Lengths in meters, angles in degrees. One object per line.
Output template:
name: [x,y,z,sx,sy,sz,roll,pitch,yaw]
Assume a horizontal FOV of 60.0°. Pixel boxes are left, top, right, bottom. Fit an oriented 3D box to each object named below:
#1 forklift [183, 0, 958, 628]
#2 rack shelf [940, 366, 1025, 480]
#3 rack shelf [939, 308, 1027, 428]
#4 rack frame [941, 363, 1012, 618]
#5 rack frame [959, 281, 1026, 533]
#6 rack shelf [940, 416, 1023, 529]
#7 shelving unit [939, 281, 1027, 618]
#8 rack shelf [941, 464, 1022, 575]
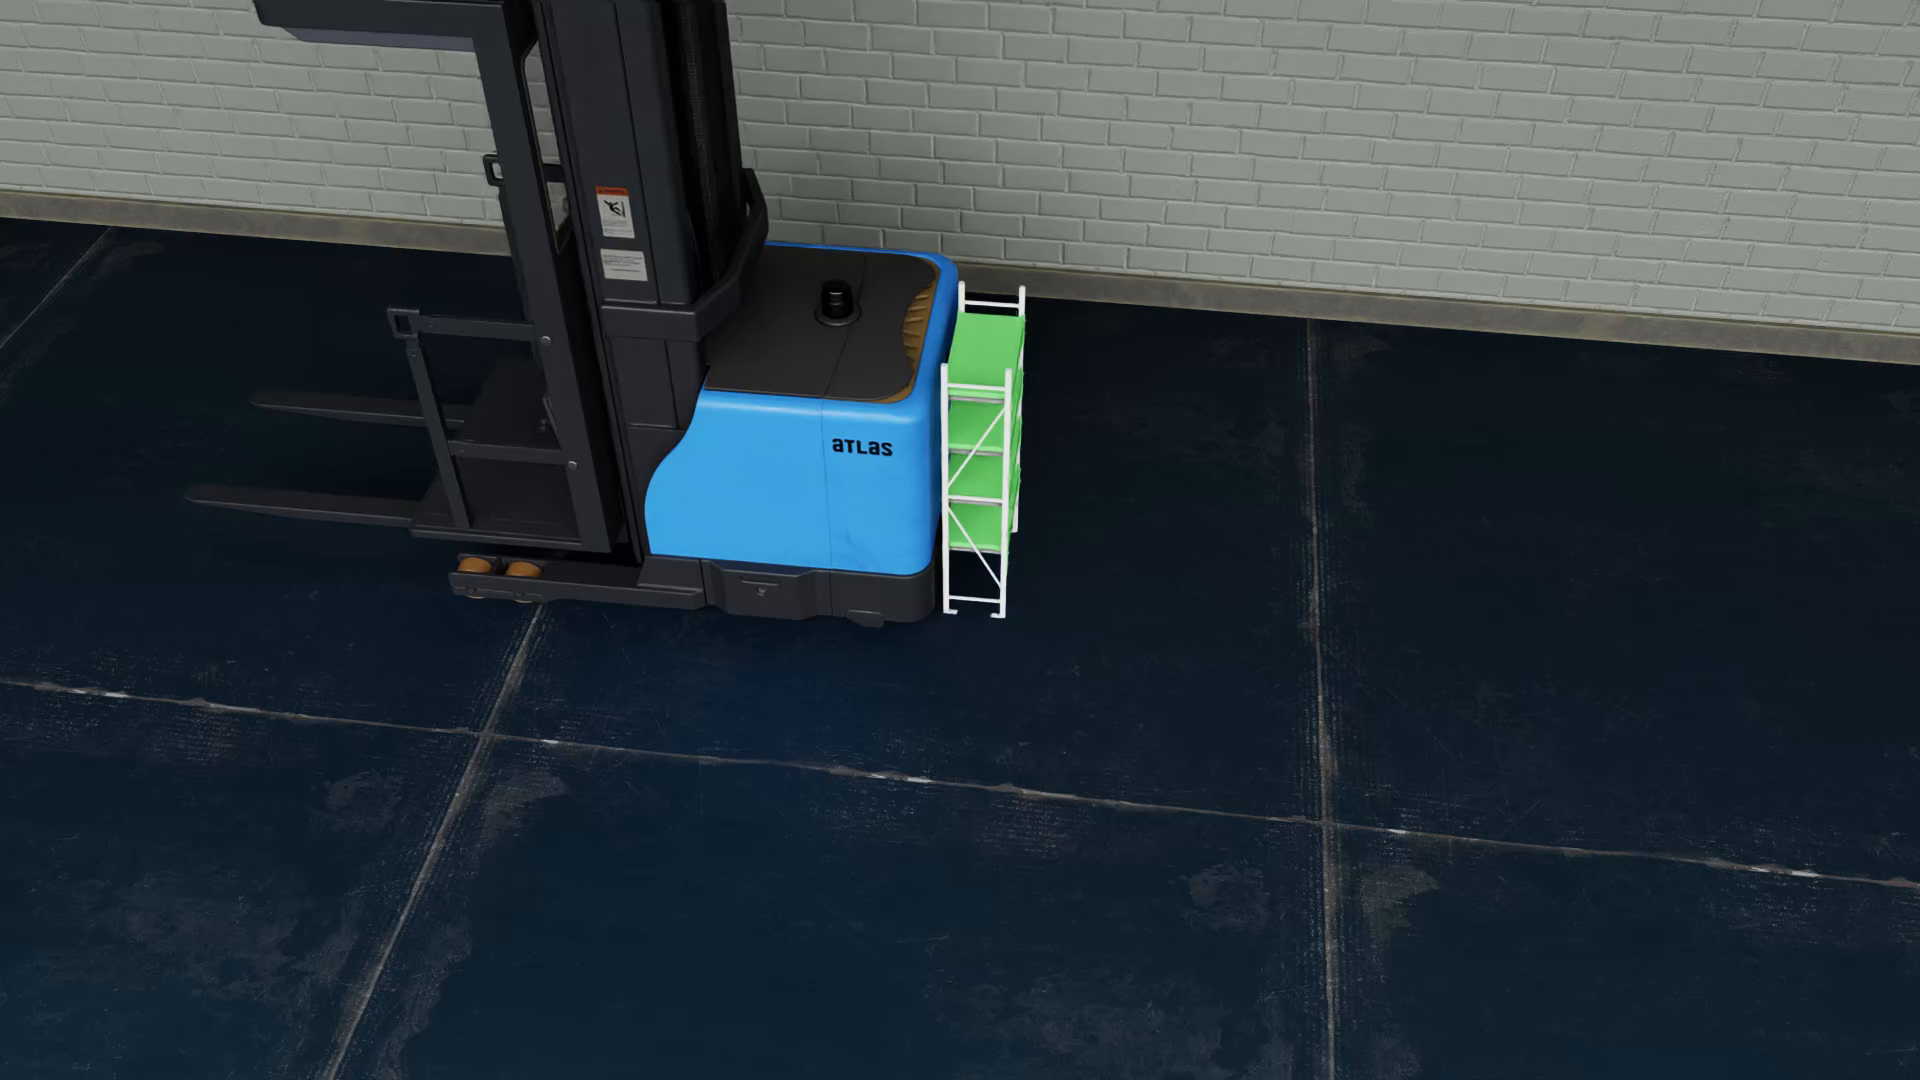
forklift: [-1.549,-1.174,5.858,3.031,2.935,1.130,5,44,5]
rack shelf: [0.086,-0.442,6.088,0.258,0.148,0.480,5,44,5]
rack shelf: [0.086,-0.617,5.923,0.258,0.148,0.480,5,44,5]
rack frame: [0.056,-0.148,6.034,0.240,1.200,0.015,5,44,5]
rack frame: [0.115,-0.481,6.385,0.240,1.200,0.015,5,44,5]
rack shelf: [0.086,-0.268,6.253,0.258,0.148,0.480,5,44,5]
shelving unit: [0.086,-0.314,6.209,0.258,1.200,0.503,5,44,5]
rack shelf: [0.086,-0.094,6.418,0.258,0.148,0.480,5,44,5]
